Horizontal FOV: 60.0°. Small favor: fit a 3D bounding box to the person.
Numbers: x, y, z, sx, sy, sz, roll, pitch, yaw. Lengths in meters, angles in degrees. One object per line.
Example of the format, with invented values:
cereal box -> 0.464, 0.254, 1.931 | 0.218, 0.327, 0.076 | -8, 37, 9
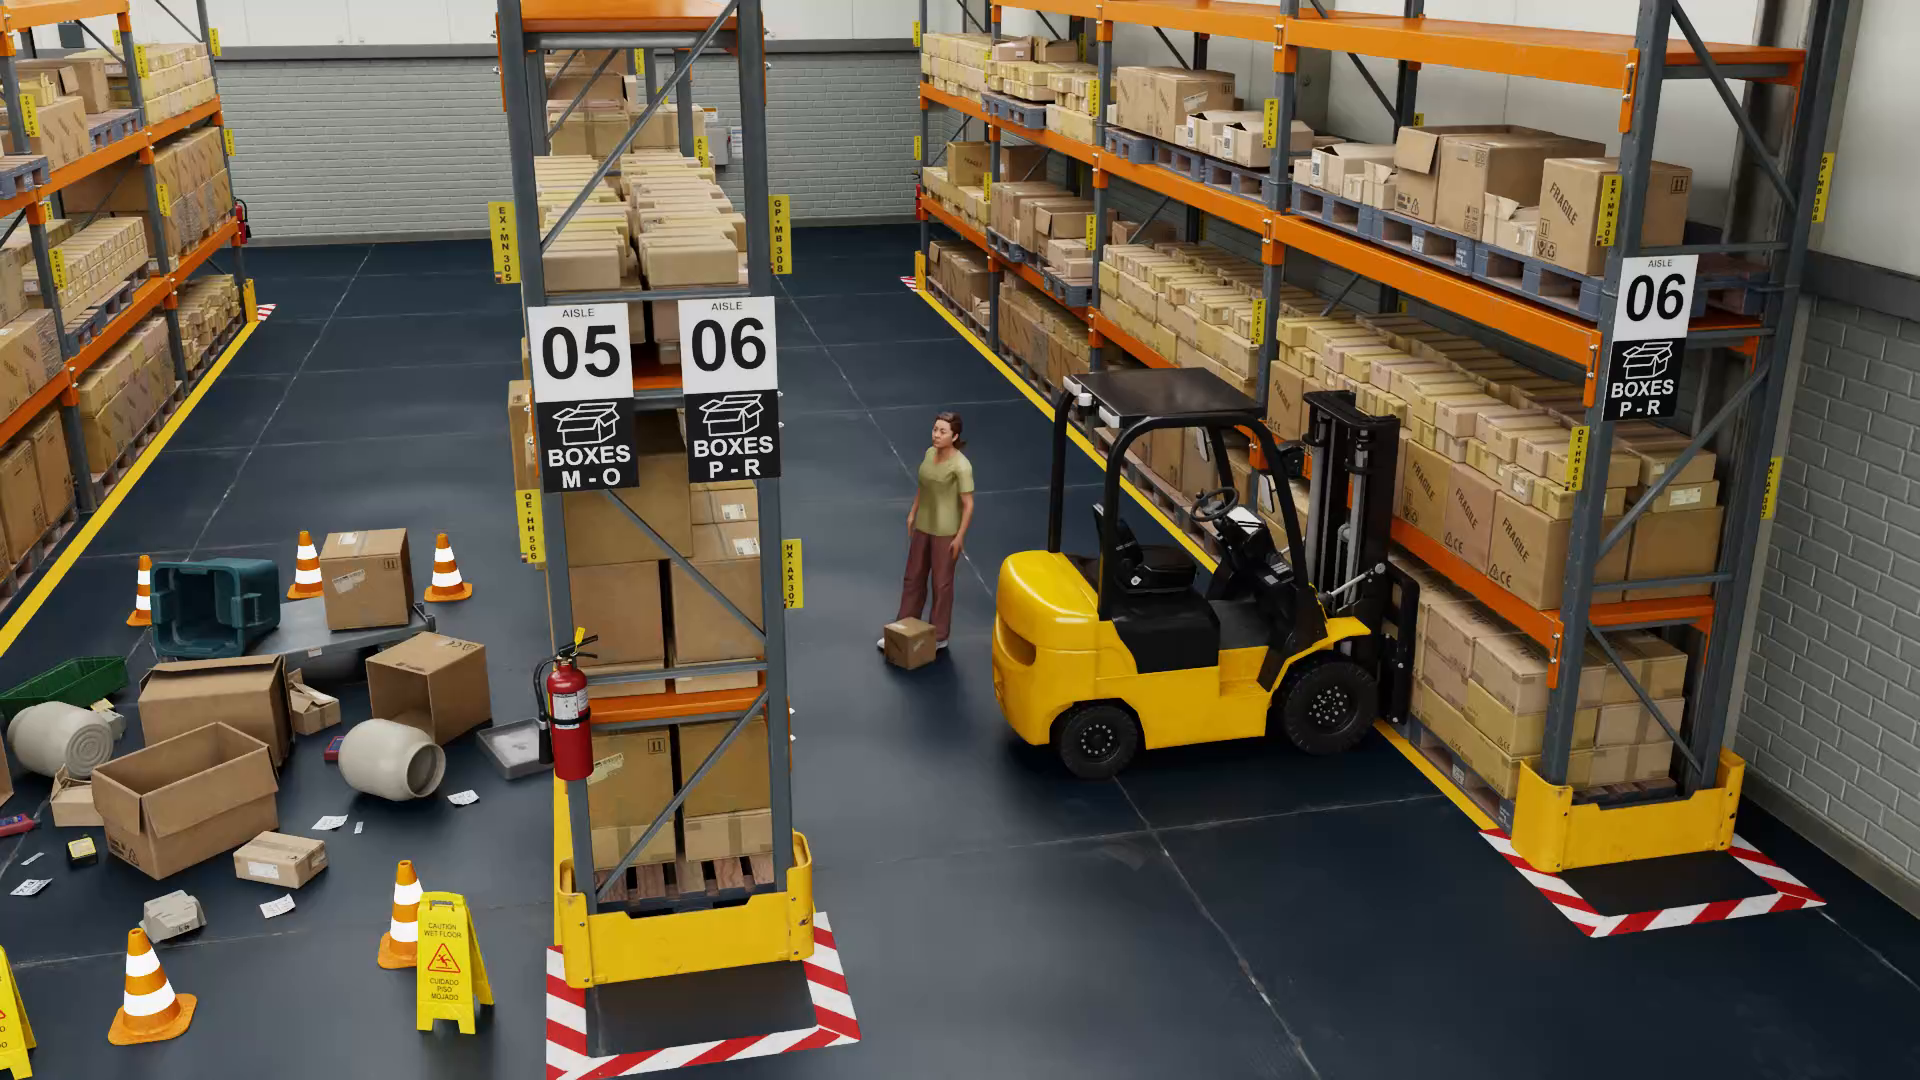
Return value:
person -> -0.202, -0.039, 11.155 | 0.548, 1.674, 0.553 | -17, 26, -39
